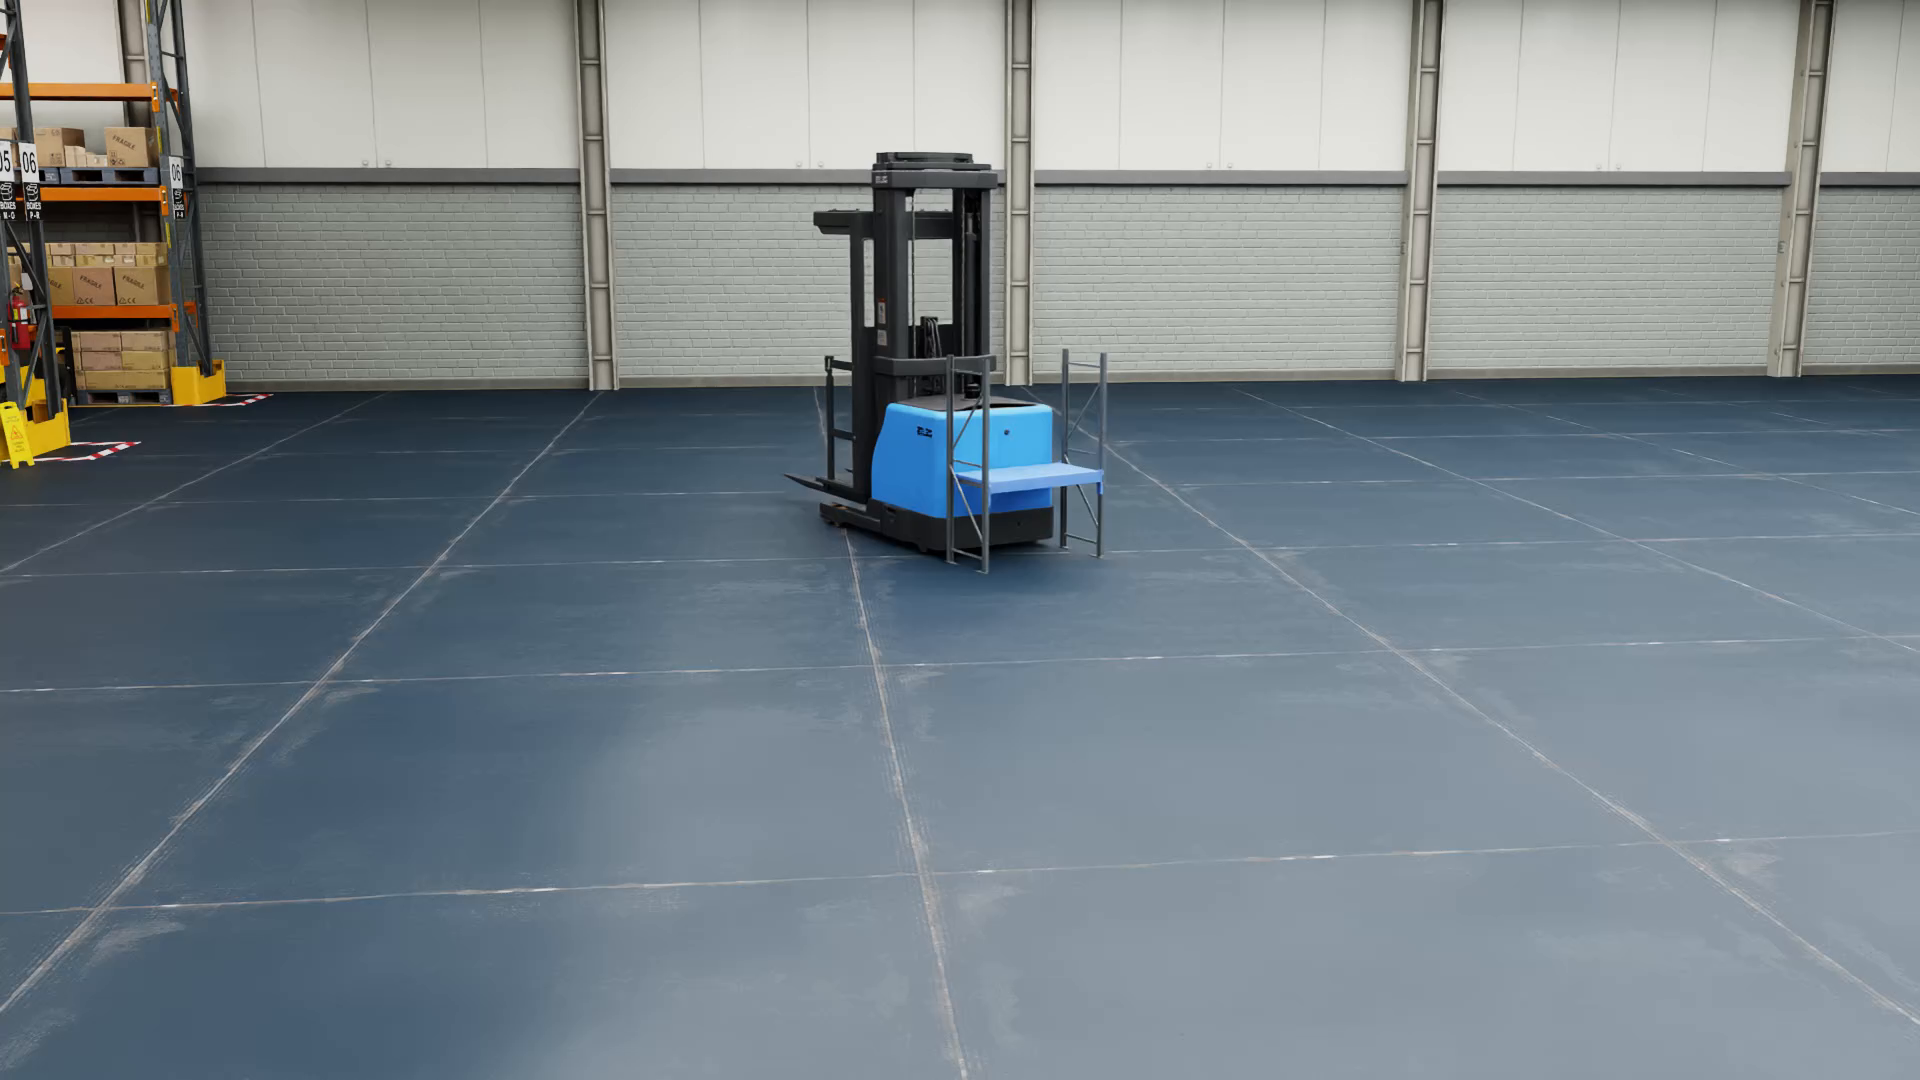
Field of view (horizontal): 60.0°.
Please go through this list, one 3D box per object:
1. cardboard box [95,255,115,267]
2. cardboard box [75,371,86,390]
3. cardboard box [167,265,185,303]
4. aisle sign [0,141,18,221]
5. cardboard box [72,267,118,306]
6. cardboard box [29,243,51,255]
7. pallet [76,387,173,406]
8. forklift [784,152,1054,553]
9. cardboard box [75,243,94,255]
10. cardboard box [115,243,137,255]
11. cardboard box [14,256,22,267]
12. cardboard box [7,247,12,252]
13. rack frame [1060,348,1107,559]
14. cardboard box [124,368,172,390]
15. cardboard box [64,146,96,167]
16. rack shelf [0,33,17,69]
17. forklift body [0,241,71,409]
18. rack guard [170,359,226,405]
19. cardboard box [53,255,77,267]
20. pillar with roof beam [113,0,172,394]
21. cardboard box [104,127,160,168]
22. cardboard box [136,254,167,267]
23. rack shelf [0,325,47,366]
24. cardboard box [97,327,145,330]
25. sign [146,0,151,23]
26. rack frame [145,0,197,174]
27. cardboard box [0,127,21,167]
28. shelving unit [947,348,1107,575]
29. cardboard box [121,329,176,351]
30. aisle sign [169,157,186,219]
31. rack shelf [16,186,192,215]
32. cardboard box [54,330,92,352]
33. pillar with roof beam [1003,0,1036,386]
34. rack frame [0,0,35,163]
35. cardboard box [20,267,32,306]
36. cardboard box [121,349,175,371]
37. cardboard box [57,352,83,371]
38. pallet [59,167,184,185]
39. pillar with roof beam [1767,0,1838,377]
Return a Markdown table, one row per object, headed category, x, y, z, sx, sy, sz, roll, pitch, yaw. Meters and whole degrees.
| category | x | y | z | sx | sy | sz | roll | pitch | yaw |
| --- | --- | --- | --- | --- | --- | --- | --- | --- | --- |
| cardboard box | -11.117 | -3.661 | 21.776 | 0.250 | 0.149 | 0.380 | -1 | 11 | -5 |
| cardboard box | -11.714 | -2.129 | 21.961 | 0.500 | 0.250 | 0.500 | -1 | 11 | -5 |
| cardboard box | -10.810 | -3.452 | 22.391 | 0.500 | 0.500 | 0.500 | -1 | 11 | -4 |
| aisle sign | -9.654 | -3.629 | 16.813 | 0.004 | 0.787 | 0.394 | -1 | 11 | -6 |
| cardboard box | -11.265 | -3.339 | 21.818 | 0.500 | 0.500 | 0.500 | -1 | 11 | -4 |
| cardboard box | -11.878 | -3.779 | 21.604 | 0.250 | 0.149 | 0.380 | -1 | 11 | -5 |
| pallet | -11.043 | -1.968 | 22.329 | 1.213 | 0.211 | 1.003 | -1 | 11 | -6 |
| forklift | -0.485 | -1.584 | 13.326 | 1.130 | 2.935 | 3.031 | -7 | 13 | -30 |
| cardboard box | -11.375 | -3.812 | 21.773 | 0.250 | 0.149 | 0.380 | -1 | 11 | -6 |
| cardboard box | -10.862 | -3.814 | 21.781 | 0.250 | 0.149 | 0.380 | -1 | 11 | -6 |
| cardboard box | -12.132 | -3.647 | 21.701 | 0.250 | 0.149 | 0.380 | -1 | 11 | -6 |
| cardboard box | -12.397 | -3.790 | 21.659 | 0.250 | 0.149 | 0.380 | -1 | 11 | -6 |
| rack frame | 0.905 | -0.640 | 12.238 | 0.032 | 1.500 | 0.500 | -7 | 13 | -32 |
| cardboard box | -10.720 | -2.146 | 22.049 | 0.500 | 0.250 | 0.500 | -1 | 11 | -6 |
| cardboard box | -11.330 | -4.940 | 21.444 | 0.258 | 0.266 | 0.396 | -1 | 11 | -6 |
| rack shelf | -11.736 | -4.955 | 16.619 | 4.000 | 0.370 | 1.077 | -1 | 11 | -6 |
| forklift body | -11.975 | -2.554 | 20.283 | 1.214 | 2.155 | 2.313 | -1 | 11 | -6 |
| rack guard | -10.263 | -2.134 | 22.426 | 0.348 | 0.500 | 1.175 | -1 | 11 | -6 |
| cardboard box | -11.625 | -3.644 | 21.686 | 0.250 | 0.149 | 0.380 | -2 | 11 | -8 |
| pillar with roof beam | -10.612 | -5.636 | 18.209 | 0.400 | 9.000 | 9.100 | -1 | 11 | -6 |
| cardboard box | -10.701 | -5.080 | 21.548 | 0.500 | 0.500 | 0.500 | -1 | 11 | -4 |
| cardboard box | -10.602 | -3.666 | 21.800 | 0.250 | 0.149 | 0.380 | -1 | 11 | -5 |
| rack shelf | -11.736 | -2.013 | 17.198 | 4.000 | 0.370 | 1.077 | -1 | 11 | -6 |
| cardboard box | -11.282 | -2.722 | 22.387 | 0.500 | 0.250 | 0.500 | -1 | 11 | -6 |
| sign | -10.243 | -6.696 | 20.975 | 0.005 | 0.325 | 0.100 | -1 | 11 | -6 |
| rack frame | -10.287 | -6.303 | 21.603 | 0.127 | 3.000 | 1.000 | -1 | 11 | -6 |
| cardboard box | -12.316 | -5.074 | 21.512 | 0.637 | 0.503 | 0.797 | -1 | 11 | -4 |
| shelving unit | 0.479 | -0.587 | 11.965 | 1.048 | 1.500 | 0.538 | -7 | 13 | -32 |
| cardboard box | -10.711 | -2.638 | 21.957 | 0.500 | 0.250 | 0.500 | -1 | 11 | -4 |
| aisle sign | -10.190 | -4.580 | 21.652 | 0.004 | 0.787 | 0.394 | -1 | 11 | -6 |
| rack shelf | -12.275 | -4.437 | 21.750 | 4.000 | 0.370 | 1.077 | -1 | 11 | -6 |
| cardboard box | -11.719 | -2.614 | 21.834 | 0.500 | 0.250 | 0.500 | -1 | 11 | -5 |
| pillar with roof beam | 1.318 | -5.886 | 19.481 | 0.400 | 9.000 | 9.100 | -1 | 11 | -6 |
| rack frame | -9.747 | -5.352 | 16.762 | 0.127 | 3.000 | 1.000 | -1 | 11 | -6 |
| cardboard box | -12.273 | -3.316 | 21.699 | 0.500 | 0.500 | 0.500 | -1 | 11 | -6 |
| cardboard box | -10.737 | -2.392 | 22.002 | 0.500 | 0.250 | 0.500 | -1 | 11 | -7 |
| cardboard box | -11.748 | -2.369 | 21.884 | 0.500 | 0.250 | 0.500 | -1 | 11 | -7 |
| pallet | -10.993 | -4.778 | 21.851 | 1.213 | 0.211 | 1.003 | -1 | 11 | -6 |
| pillar with roof beam | 13.248 | -6.136 | 20.752 | 0.400 | 9.000 | 9.100 | -1 | 11 | -6 |
